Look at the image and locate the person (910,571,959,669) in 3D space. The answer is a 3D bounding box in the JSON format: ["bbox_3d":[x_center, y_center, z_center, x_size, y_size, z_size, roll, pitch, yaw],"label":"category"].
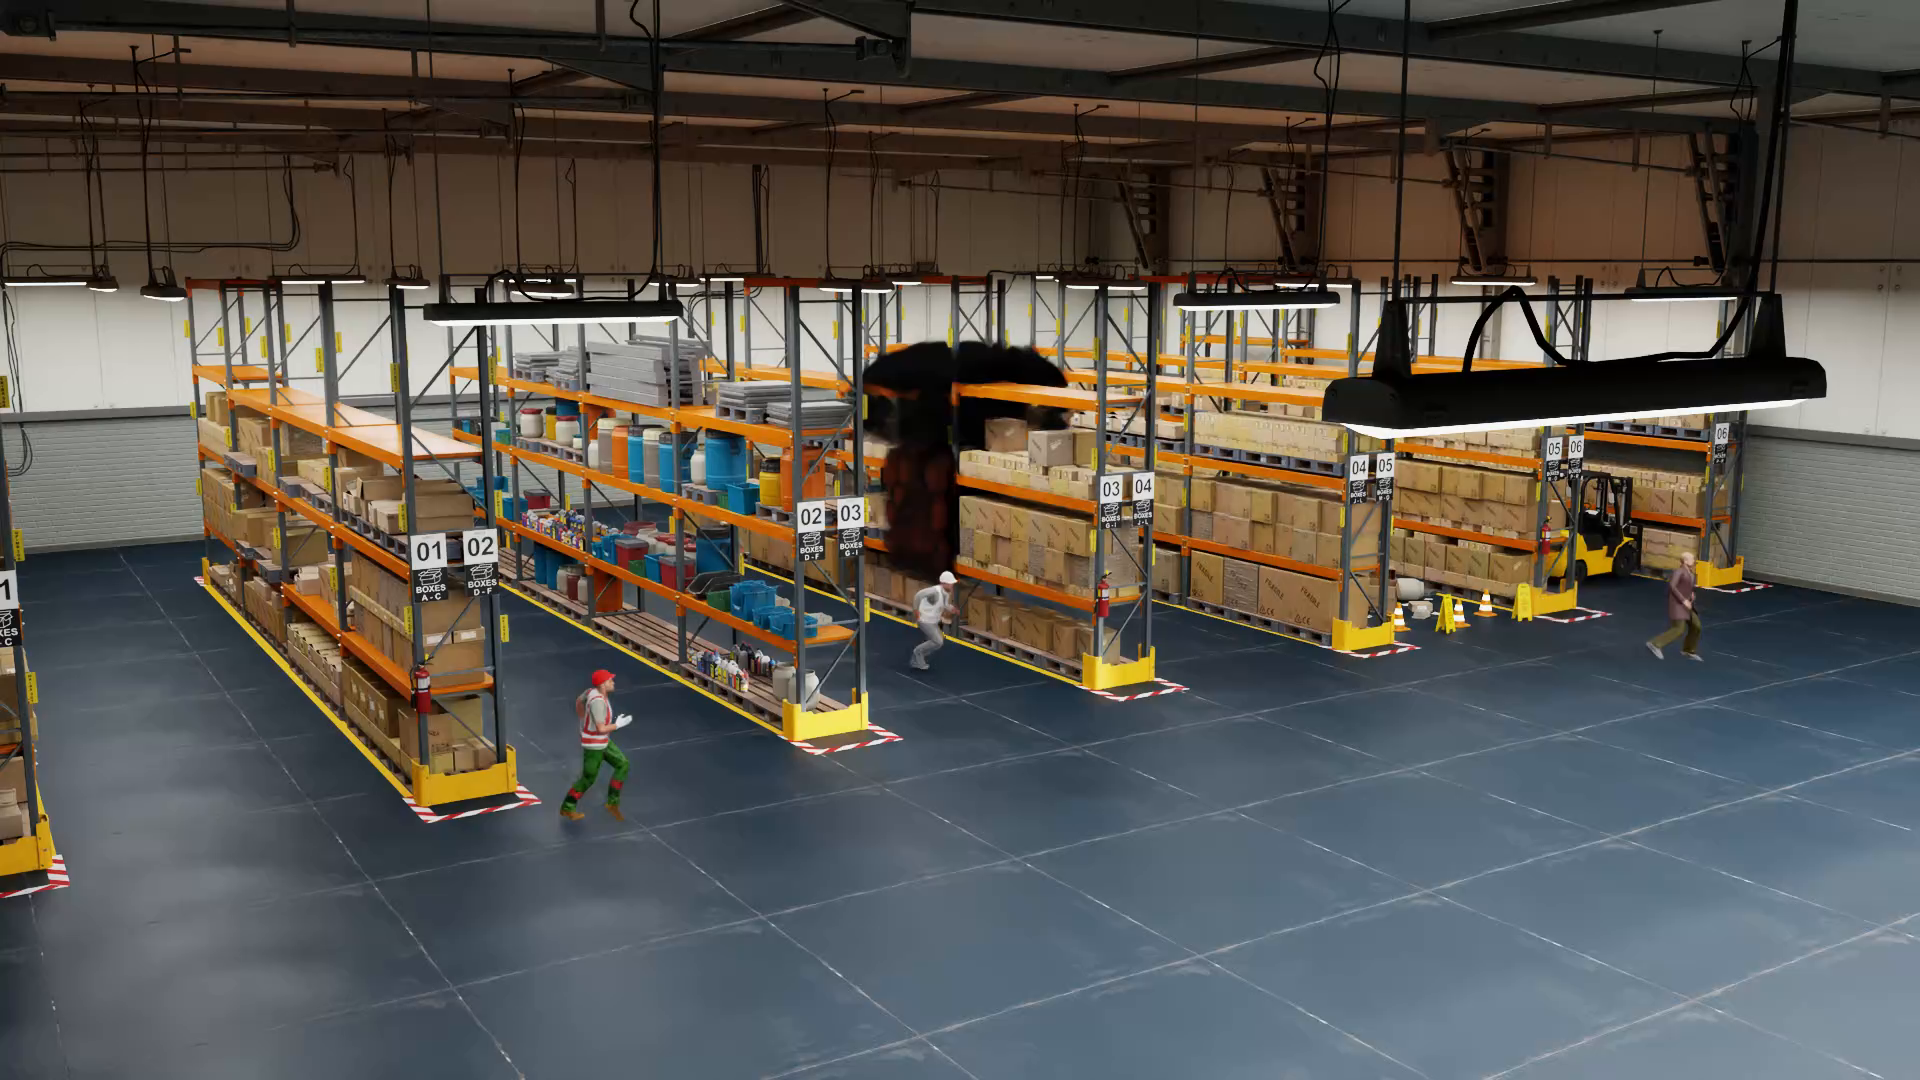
[{"bbox_3d":[-0.428,1.259,25.719,0.865,1.599,0.681,6,11,30],"label":"person"}]

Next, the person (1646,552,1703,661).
[{"bbox_3d":[11.467,1.074,26.528,0.790,1.782,0.922,6,11,33],"label":"person"}]

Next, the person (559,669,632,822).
[{"bbox_3d":[-4.120,2.337,18.782,0.853,1.804,0.692,-1,10,-8],"label":"person"}]

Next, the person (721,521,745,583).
[{"bbox_3d":[-4.139,0.498,29.785,0.648,1.777,0.755,-6,11,-32],"label":"person"}]
